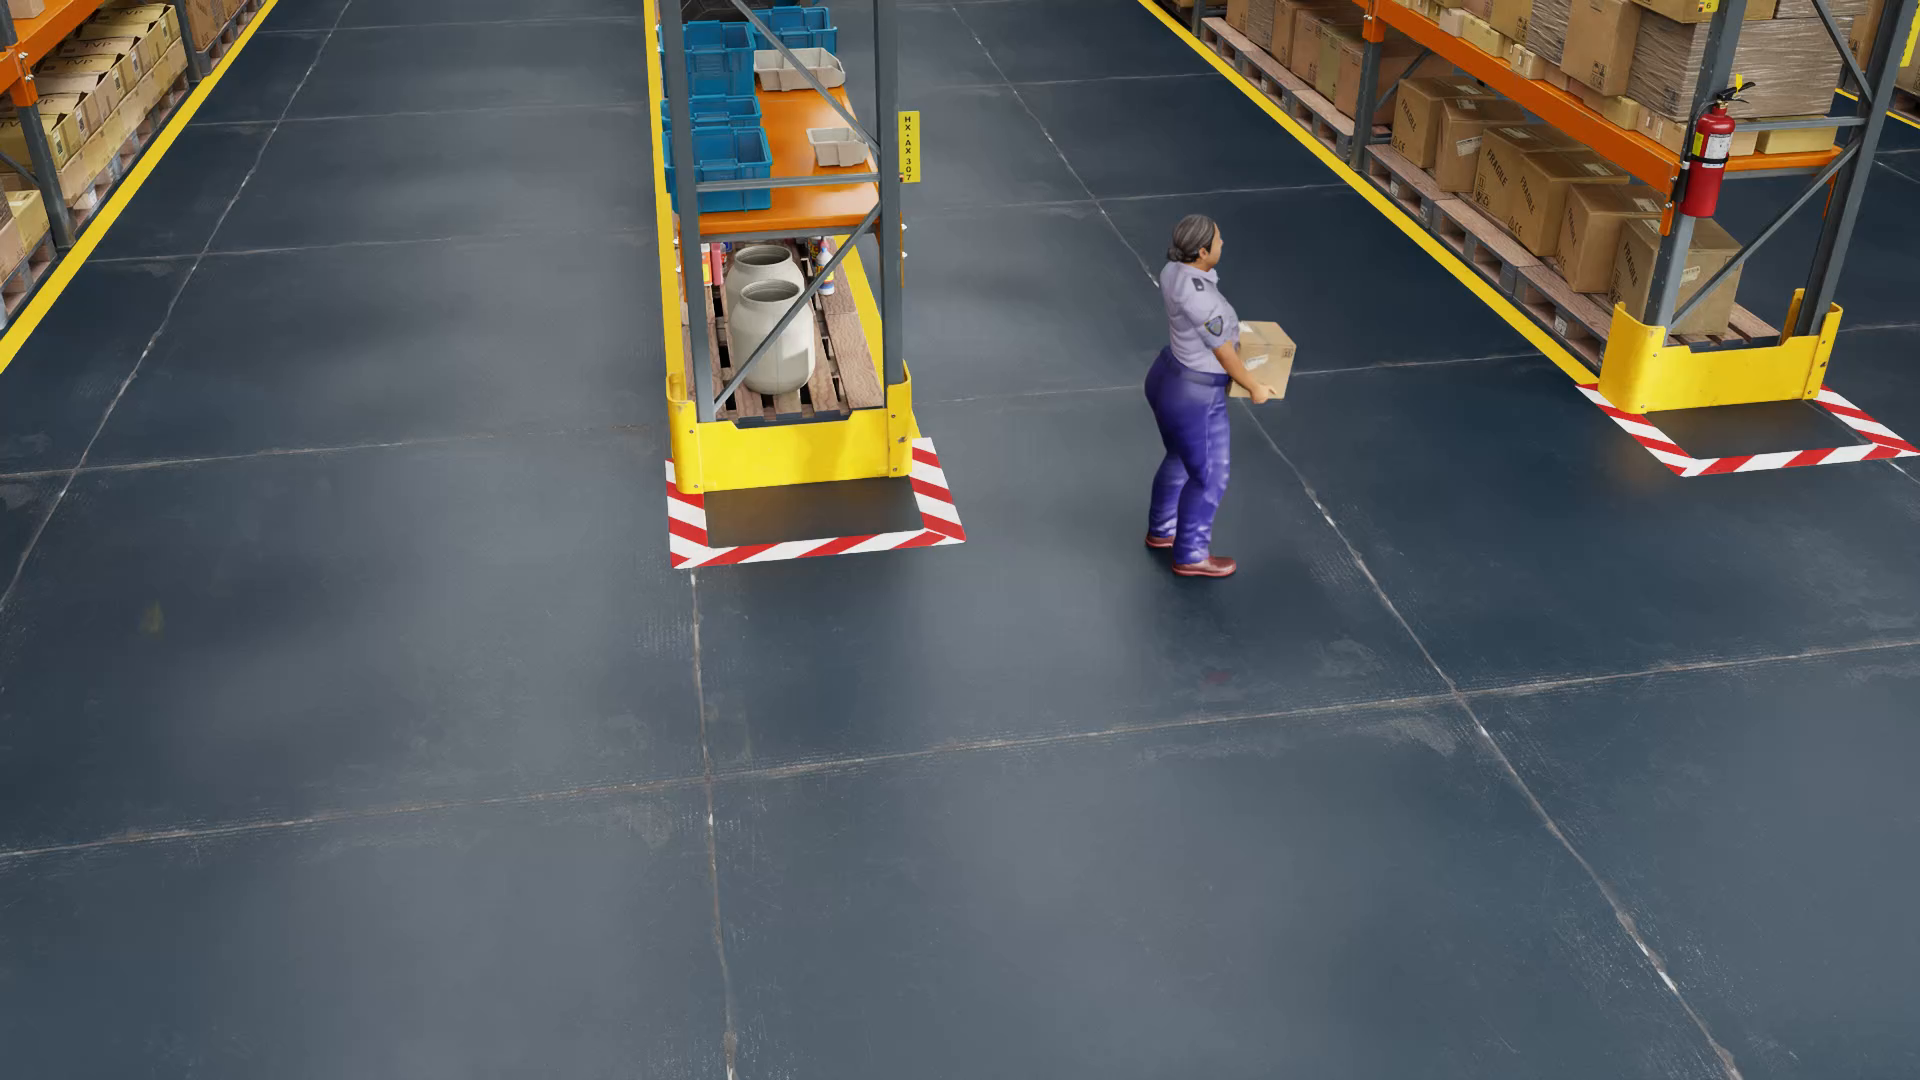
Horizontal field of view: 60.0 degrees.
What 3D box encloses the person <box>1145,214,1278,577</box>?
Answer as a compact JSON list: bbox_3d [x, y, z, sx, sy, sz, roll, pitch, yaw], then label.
[{"bbox_3d":[1.075,-0.623,7.210,0.519,1.633,0.441,-5,31,-9],"label":"person"}]
